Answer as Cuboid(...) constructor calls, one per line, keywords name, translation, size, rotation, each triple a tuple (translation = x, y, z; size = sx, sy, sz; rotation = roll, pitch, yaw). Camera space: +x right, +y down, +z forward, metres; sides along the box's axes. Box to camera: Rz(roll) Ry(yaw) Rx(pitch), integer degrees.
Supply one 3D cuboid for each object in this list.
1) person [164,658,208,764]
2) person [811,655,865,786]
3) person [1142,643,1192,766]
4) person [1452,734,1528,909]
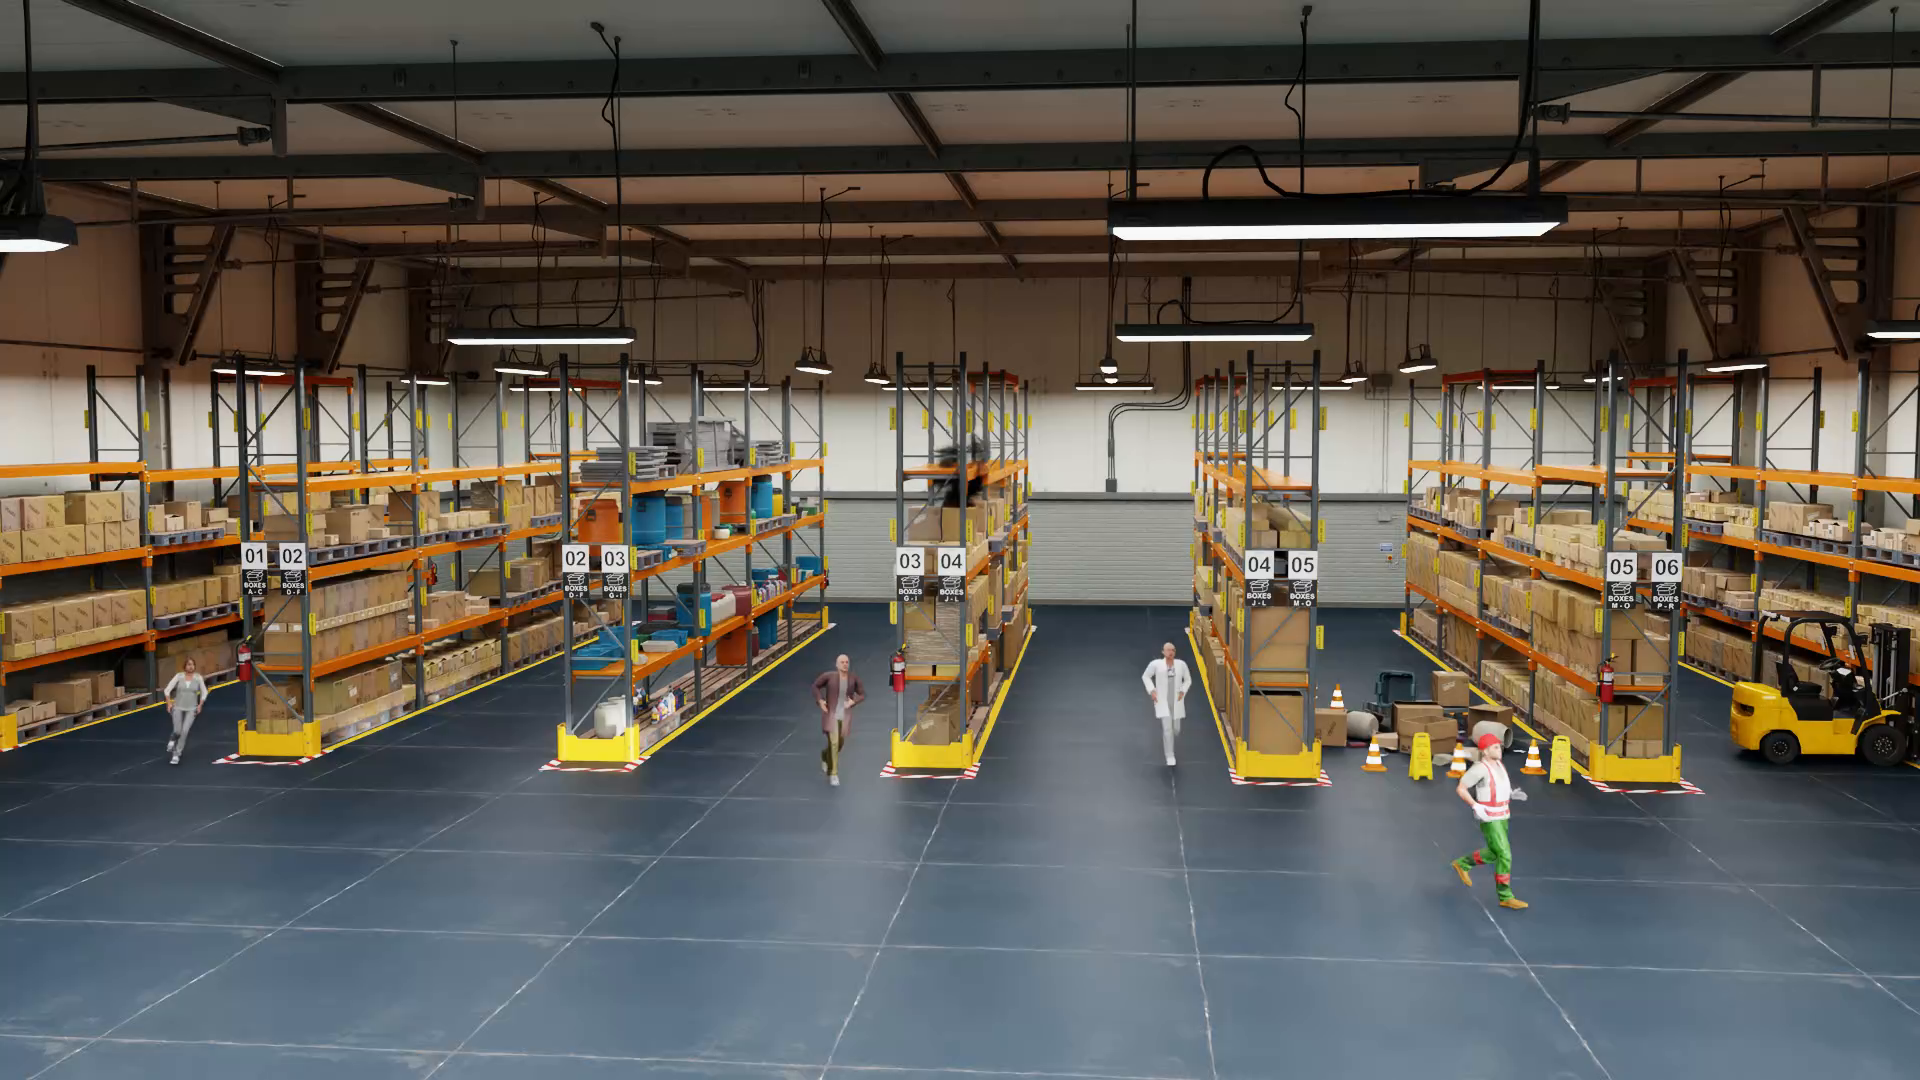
Cuboid(name="person", translation=(-11.400, 2.498, 24.520), size=(0.575, 1.524, 0.529), rotation=(-2, 5, -29))
Cuboid(name="person", translation=(-1.695, 2.489, 23.307), size=(0.748, 1.775, 0.944), rotation=(-1, 4, -18))
Cuboid(name="person", translation=(3.049, 2.382, 24.471), size=(0.721, 1.765, 0.804), rotation=(0, 4, -5))
Cuboid(name="person", translation=(5.501, 2.890, 17.278), size=(0.670, 1.765, 0.914), rotation=(-4, 6, -43))
